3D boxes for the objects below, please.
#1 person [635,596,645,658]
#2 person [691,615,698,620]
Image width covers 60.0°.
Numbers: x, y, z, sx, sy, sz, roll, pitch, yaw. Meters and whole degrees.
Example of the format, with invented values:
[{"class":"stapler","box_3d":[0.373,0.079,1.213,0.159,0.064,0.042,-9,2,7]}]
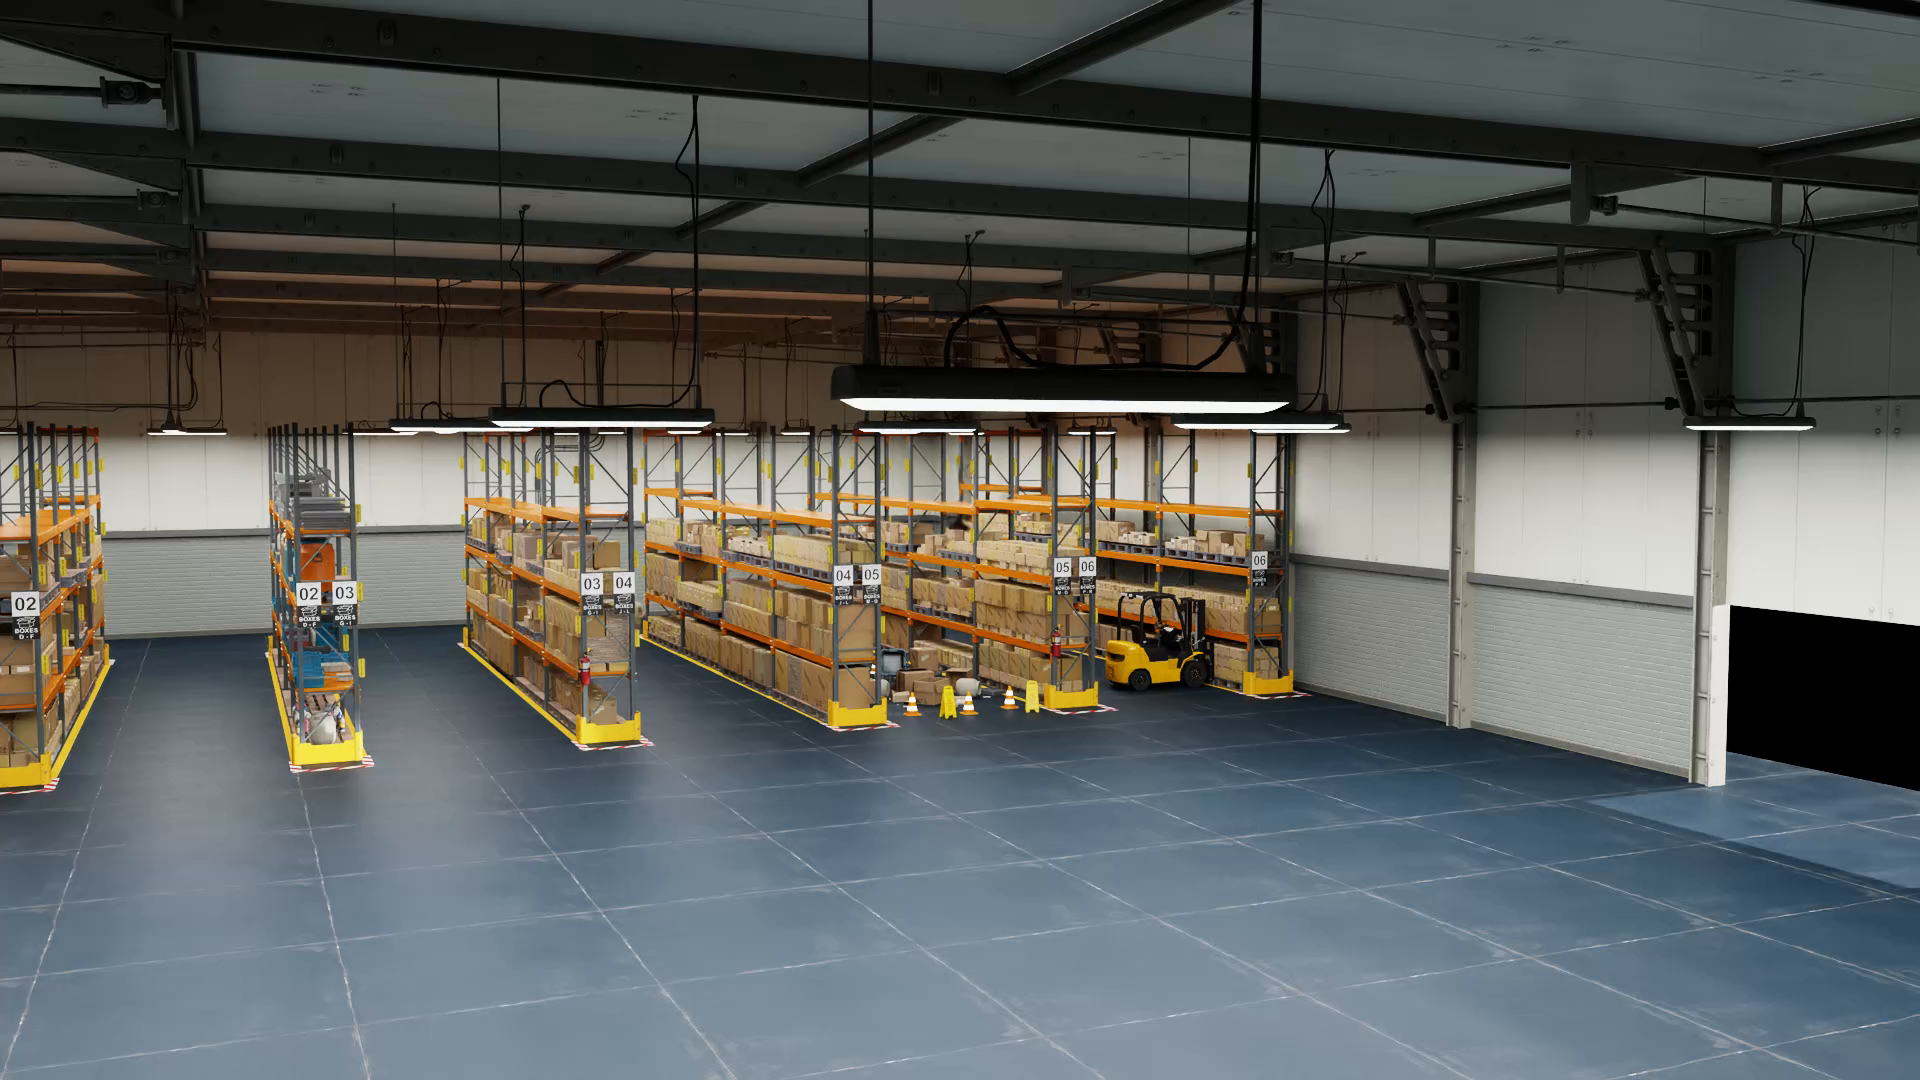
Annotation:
[{"class":"person","box_3d":[-8.567,2.233,43.725,0.572,1.666,0.801,-1,4,-17]},{"class":"person","box_3d":[-7.853,1.843,49.887,0.754,1.686,0.652,-3,5,-42]}]
